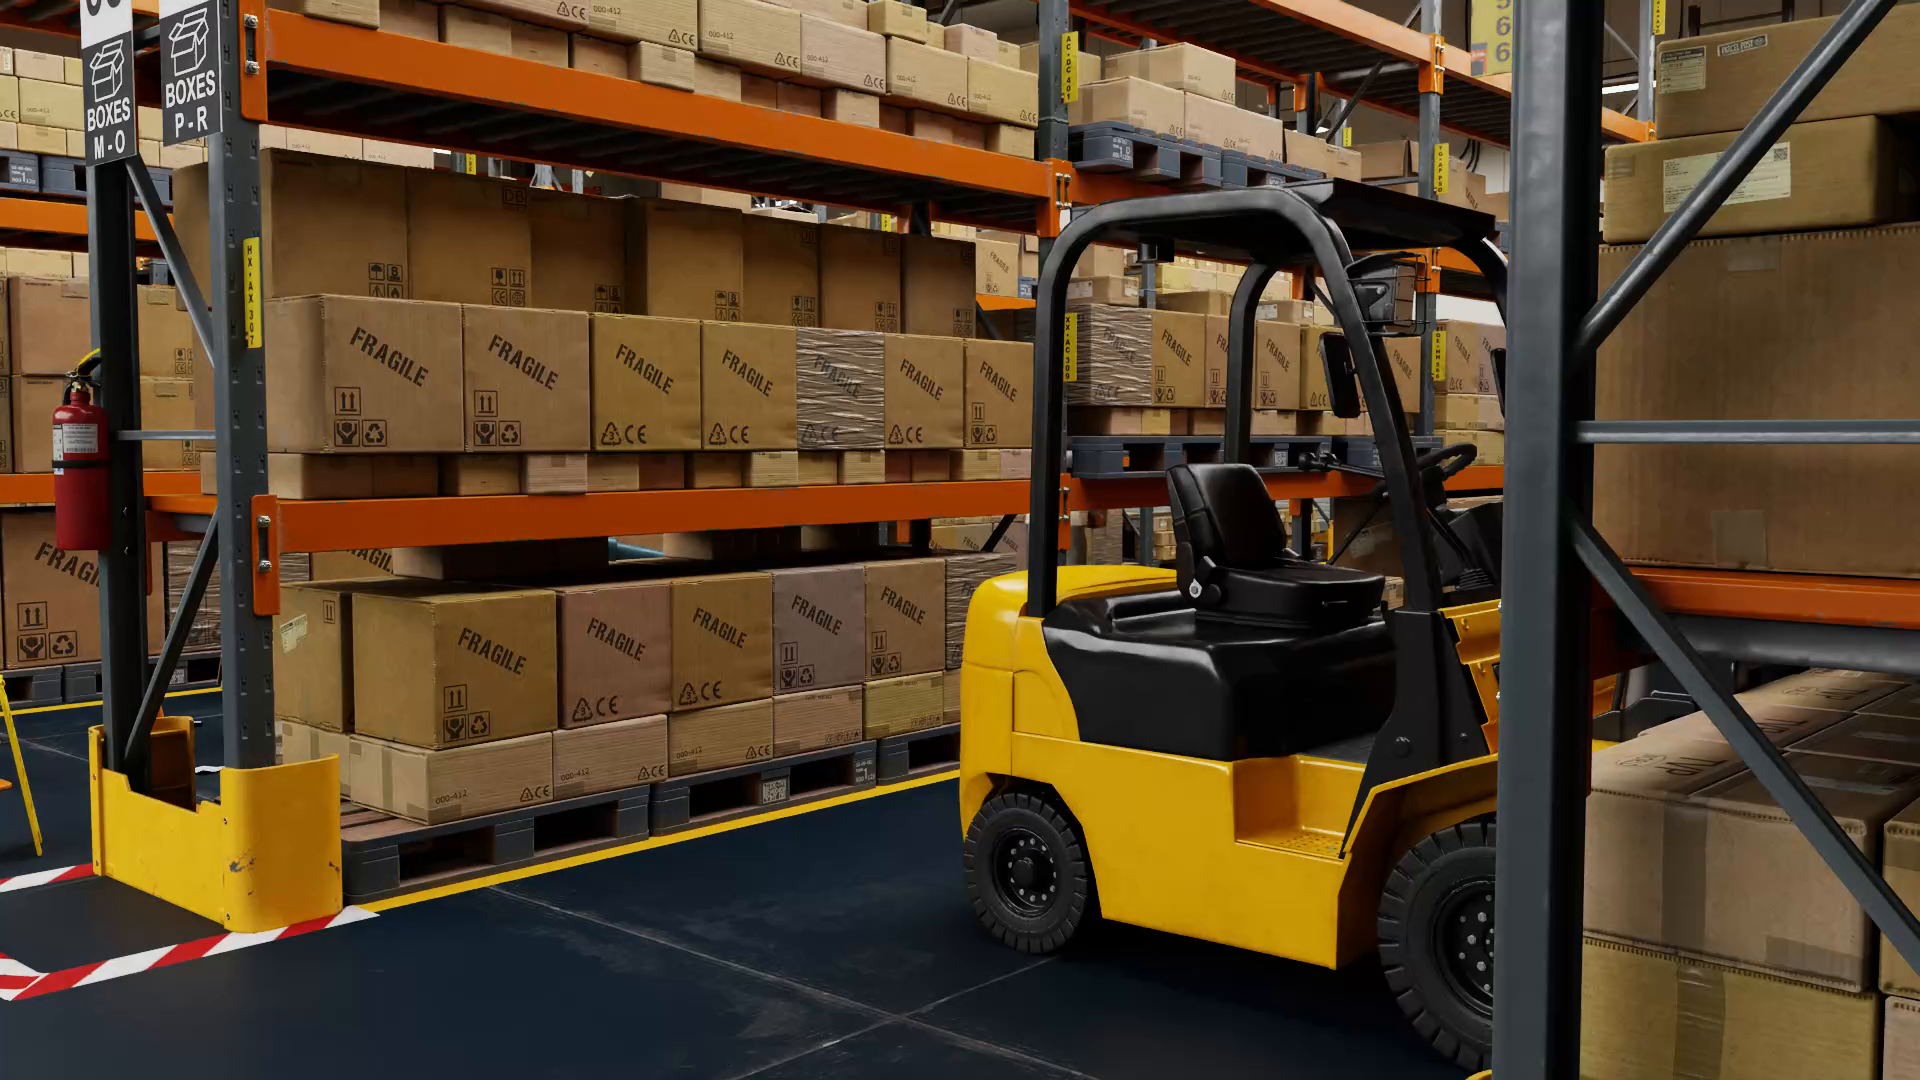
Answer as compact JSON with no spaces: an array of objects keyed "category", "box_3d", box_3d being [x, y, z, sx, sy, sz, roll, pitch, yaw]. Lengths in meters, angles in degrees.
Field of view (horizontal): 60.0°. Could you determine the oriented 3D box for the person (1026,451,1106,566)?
[{"category":"person","box_3d":[0.720,-0.087,11.485,0.494,1.767,0.545,3,5,42]}]
